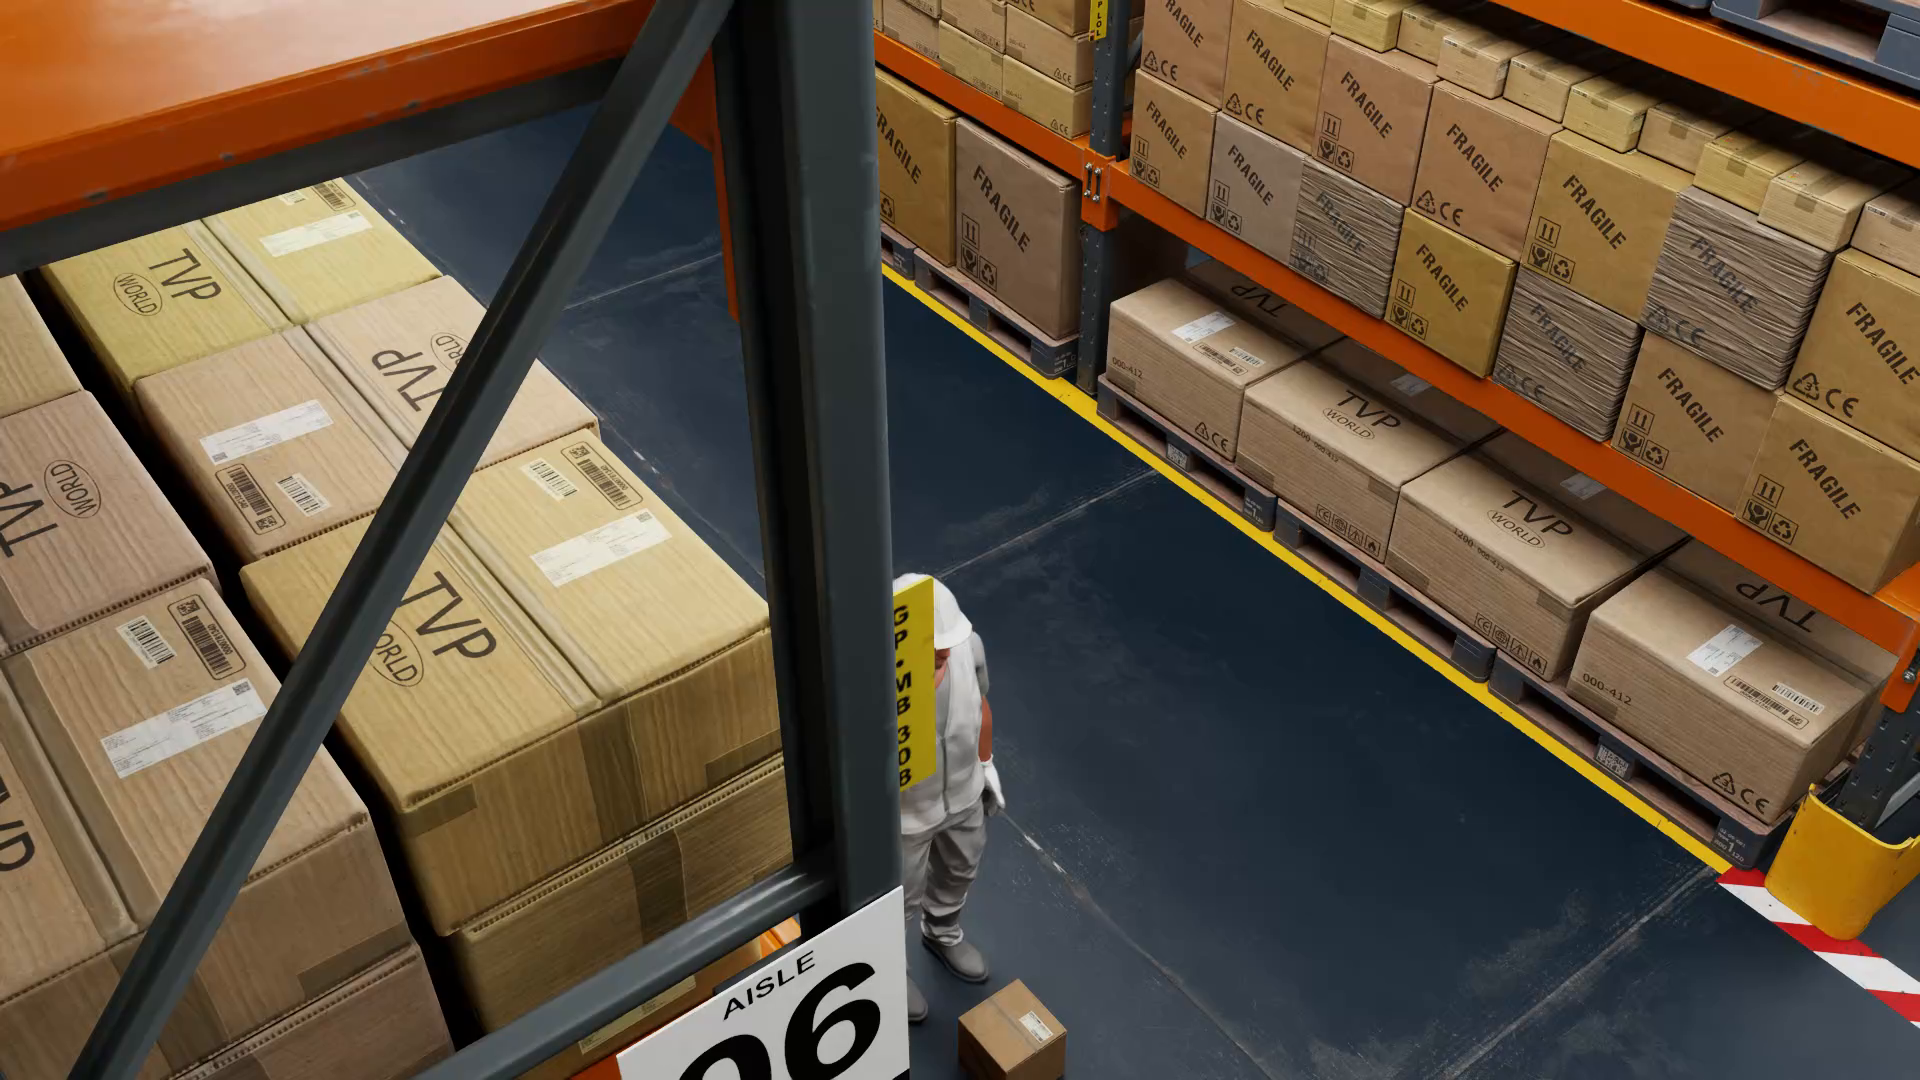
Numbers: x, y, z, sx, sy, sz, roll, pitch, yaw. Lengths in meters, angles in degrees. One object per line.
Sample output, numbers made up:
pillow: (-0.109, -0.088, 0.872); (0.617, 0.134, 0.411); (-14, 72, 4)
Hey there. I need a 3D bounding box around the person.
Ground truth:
person: (-0.112, 0.803, 5.185); (0.527, 1.781, 0.344); (-25, 46, -27)
